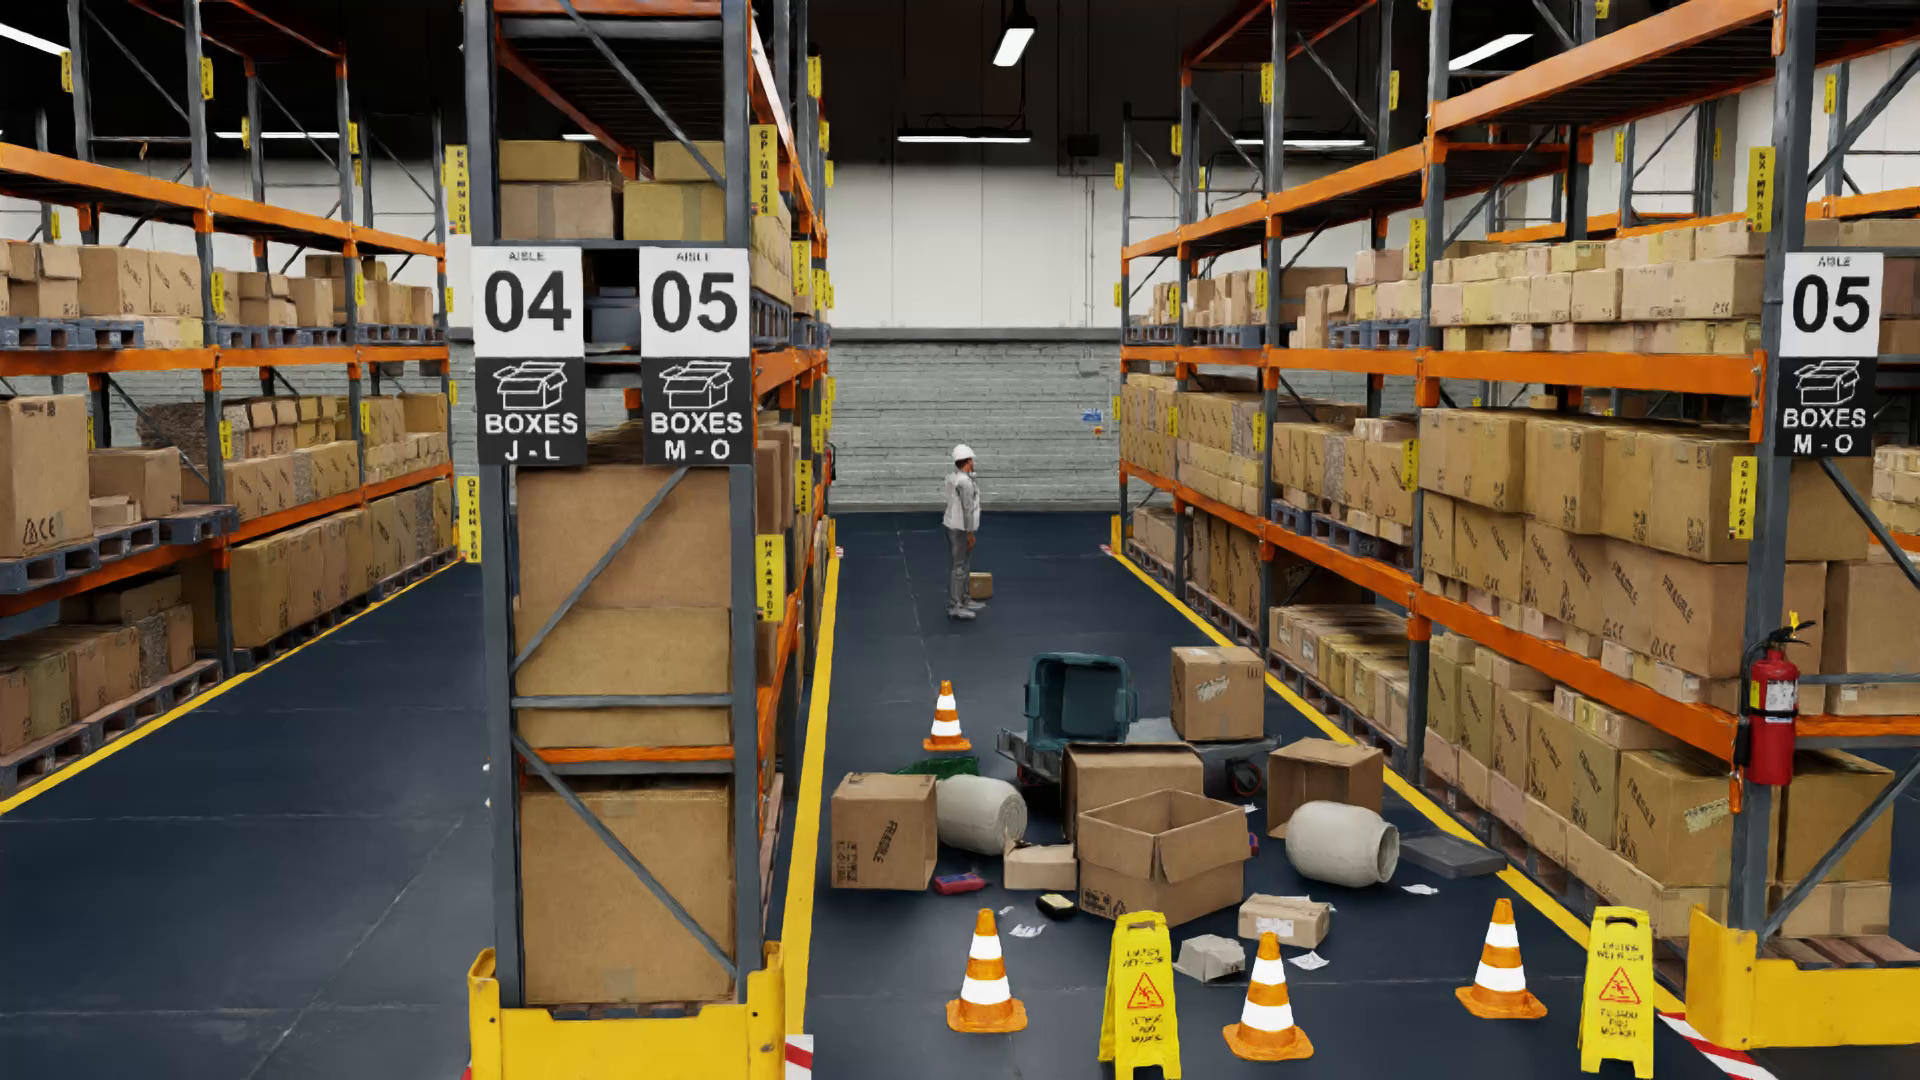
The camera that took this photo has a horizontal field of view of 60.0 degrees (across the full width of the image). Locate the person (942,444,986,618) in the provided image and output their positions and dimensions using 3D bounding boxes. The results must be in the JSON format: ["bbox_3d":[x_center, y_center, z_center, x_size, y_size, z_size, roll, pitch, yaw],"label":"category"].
[{"bbox_3d":[0.070,-0.104,17.308,0.515,1.765,0.596,-2,7,-17],"label":"person"}]
